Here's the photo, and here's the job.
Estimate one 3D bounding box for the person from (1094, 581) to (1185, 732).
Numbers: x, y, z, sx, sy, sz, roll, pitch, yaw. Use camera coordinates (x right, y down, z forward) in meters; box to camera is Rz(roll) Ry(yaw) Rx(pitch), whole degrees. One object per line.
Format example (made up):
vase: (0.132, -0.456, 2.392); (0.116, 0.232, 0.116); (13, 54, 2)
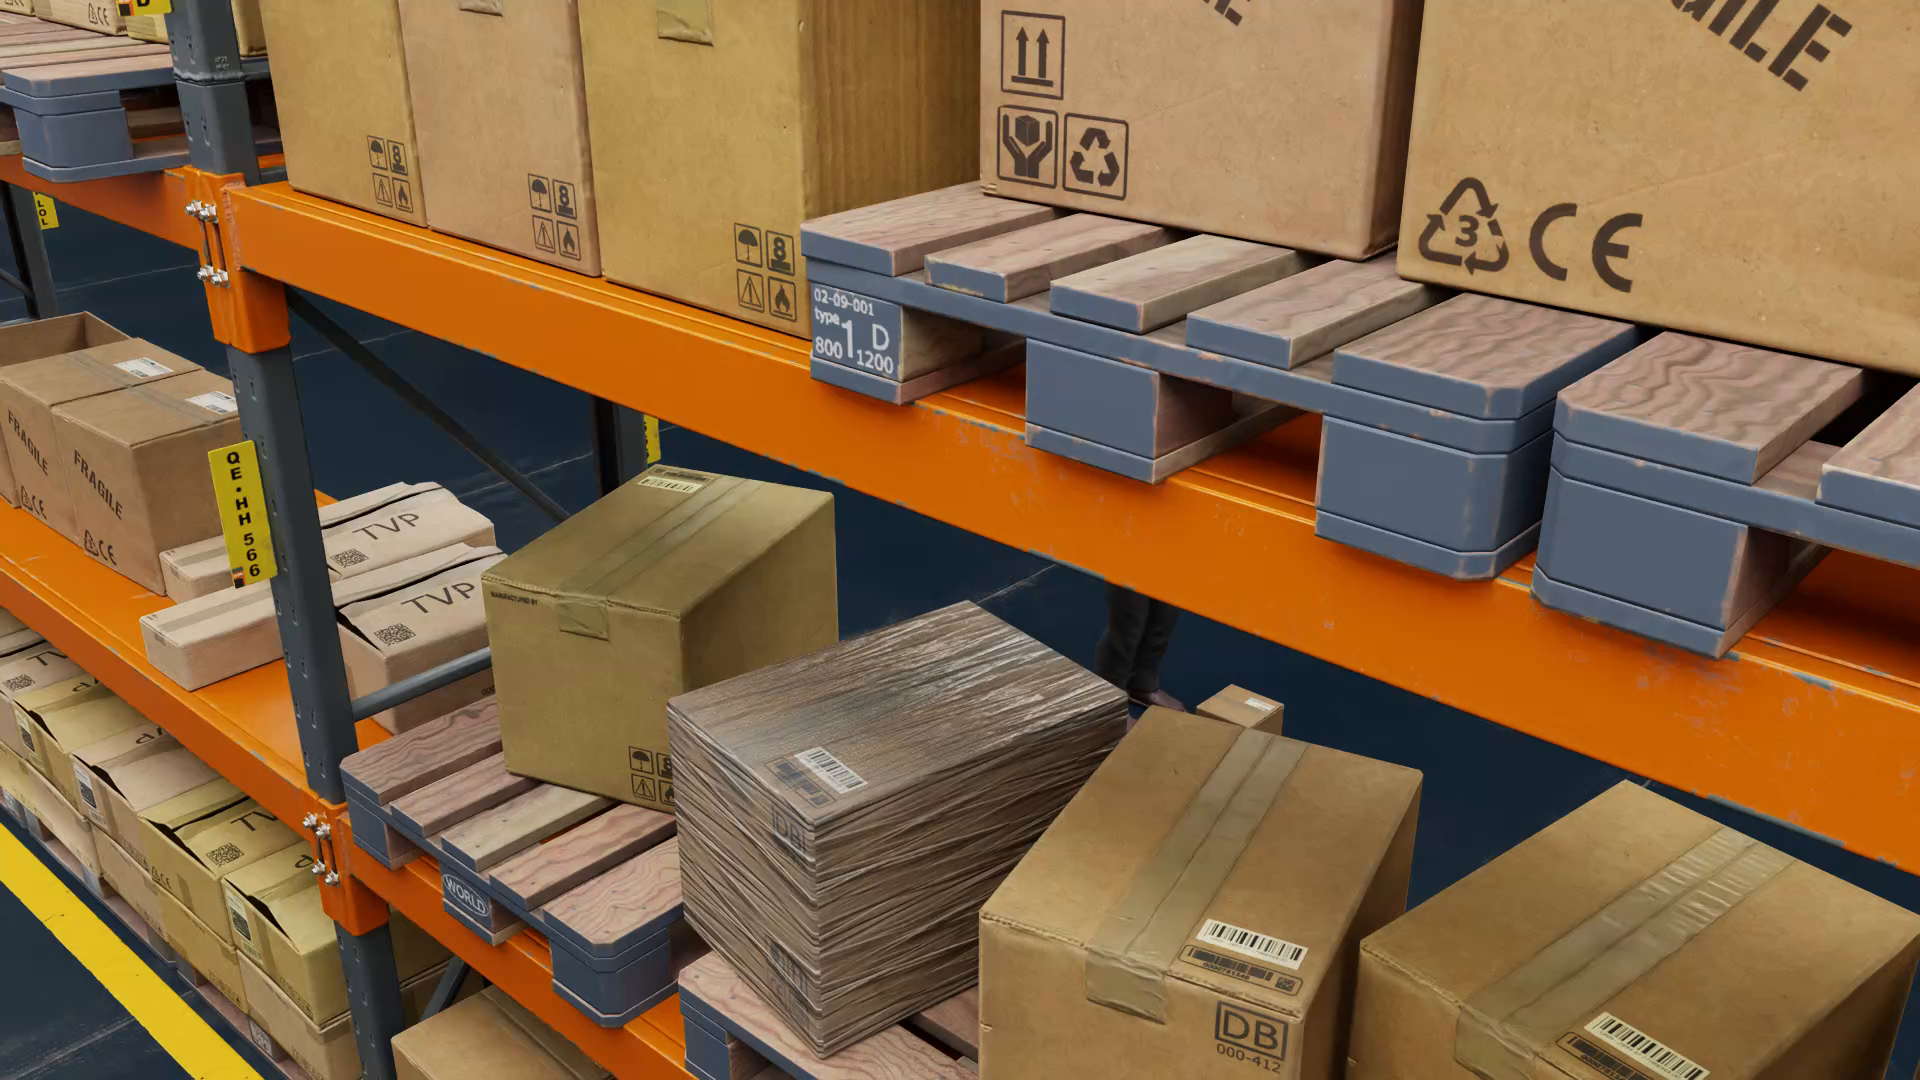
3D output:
person: (0.747, -0.015, 6.646); (0.302, 1.655, 0.436); (21, 32, 39)
